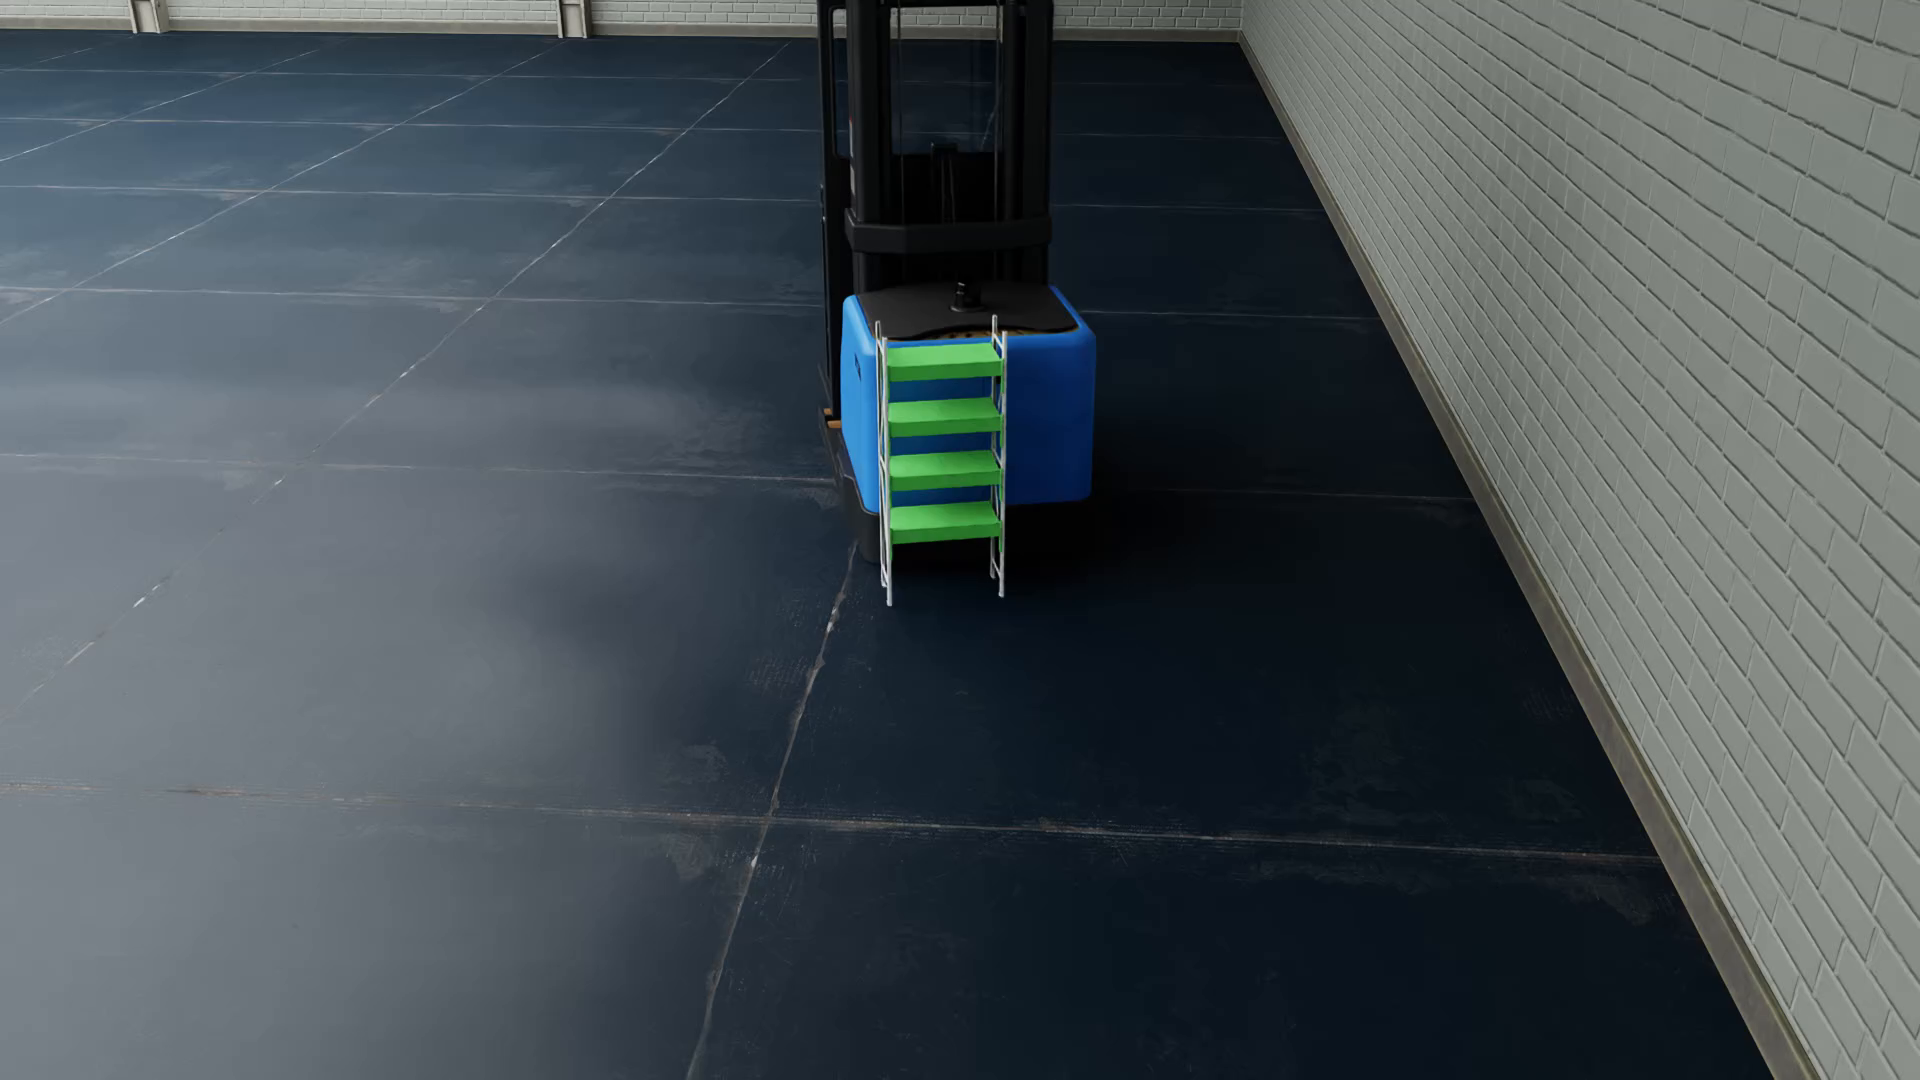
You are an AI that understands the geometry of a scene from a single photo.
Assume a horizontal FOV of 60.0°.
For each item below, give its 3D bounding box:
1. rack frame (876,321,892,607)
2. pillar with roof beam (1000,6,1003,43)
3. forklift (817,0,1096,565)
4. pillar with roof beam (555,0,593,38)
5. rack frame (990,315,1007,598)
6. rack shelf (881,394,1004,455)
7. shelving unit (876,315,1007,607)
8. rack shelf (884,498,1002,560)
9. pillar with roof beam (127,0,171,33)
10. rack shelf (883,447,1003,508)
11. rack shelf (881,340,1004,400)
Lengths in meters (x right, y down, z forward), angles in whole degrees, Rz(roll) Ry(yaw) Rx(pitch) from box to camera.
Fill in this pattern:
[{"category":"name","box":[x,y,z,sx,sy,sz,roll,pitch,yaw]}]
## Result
[{"category":"rack frame","box":[-0.318,-0.307,6.982,0.015,1.200,0.240,-4,25,-9]},{"category":"pillar with roof beam","box":[0.415,-8.976,16.492,0.400,9.000,9.100,2,25,4]},{"category":"forklift","box":[-0.154,-1.810,8.178,1.130,2.935,3.031,-4,25,-9]},{"category":"pillar with roof beam","box":[-5.568,-9.168,16.909,0.400,9.000,9.100,2,25,4]},{"category":"rack frame","box":[0.163,-0.342,7.057,0.015,1.200,0.240,-4,25,-9]},{"category":"rack shelf","box":[-0.077,-0.484,6.945,0.480,0.148,0.258,-4,25,-9]},{"category":"shelving unit","box":[-0.077,-0.324,7.019,0.503,1.200,0.258,-4,25,-9]},{"category":"rack shelf","box":[-0.077,-0.048,7.146,0.480,0.148,0.258,-4,25,-9]},{"category":"pillar with roof beam","box":[-11.550,-9.360,17.326,0.400,9.000,9.100,2,25,4]},{"category":"rack shelf","box":[-0.077,-0.266,7.046,0.480,0.148,0.258,-4,25,-9]},{"category":"rack shelf","box":[-0.077,-0.702,6.845,0.480,0.148,0.258,-4,25,-9]}]
